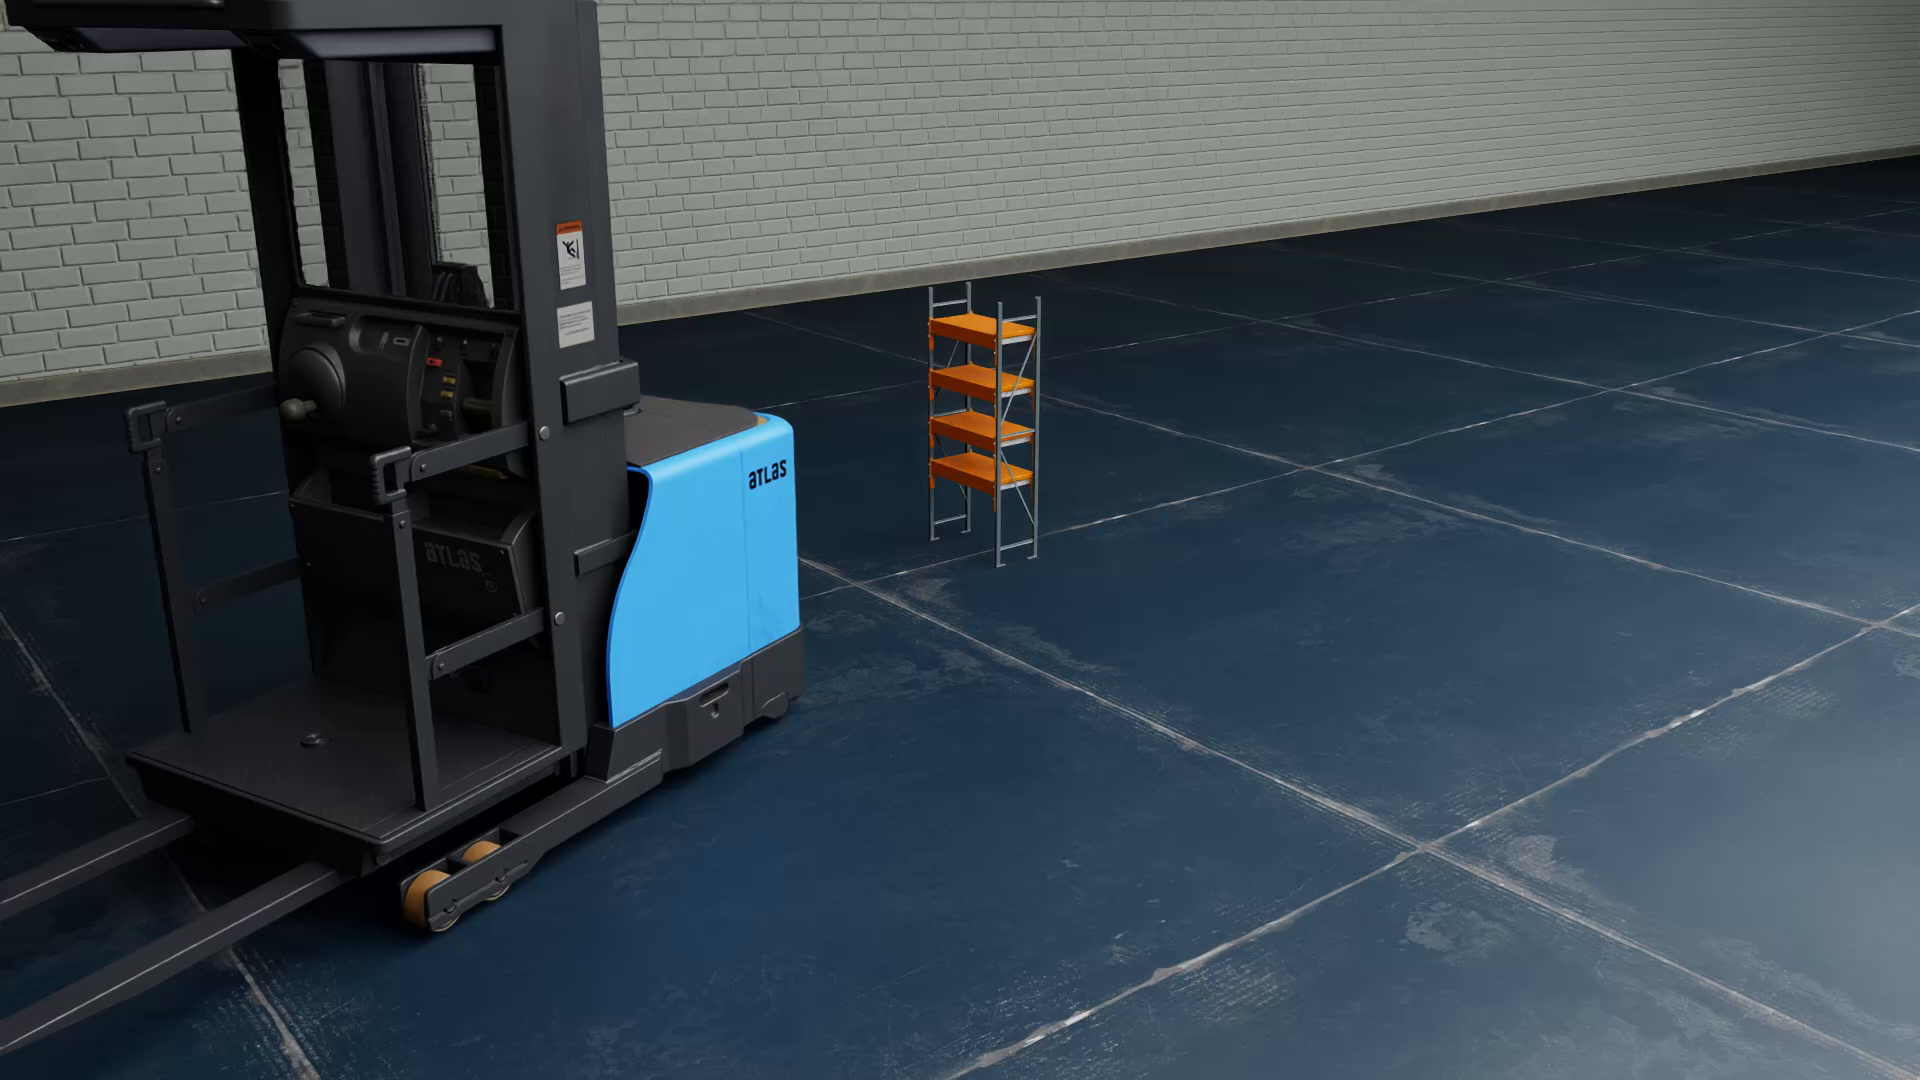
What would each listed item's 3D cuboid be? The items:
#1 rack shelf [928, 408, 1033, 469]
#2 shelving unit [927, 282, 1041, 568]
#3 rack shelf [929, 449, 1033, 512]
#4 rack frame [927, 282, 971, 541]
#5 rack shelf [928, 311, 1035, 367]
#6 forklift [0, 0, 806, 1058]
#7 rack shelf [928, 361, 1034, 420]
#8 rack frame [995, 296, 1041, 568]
[{"bbox_3d":[0.103,-0.465,7.572,0.258,0.148,0.480,-14,23,-36],"label":"rack shelf"},{"bbox_3d":[0.103,-0.529,7.551,0.258,1.200,0.503,-14,23,-36],"label":"shelving unit"},{"bbox_3d":[0.103,-0.276,7.634,0.258,0.148,0.480,-14,23,-36],"label":"rack shelf"},{"bbox_3d":[-0.049,-0.589,7.732,0.240,1.200,0.015,-14,23,-36],"label":"rack frame"},{"bbox_3d":[0.103,-0.902,7.427,0.258,0.148,0.480,-14,23,-36],"label":"rack shelf"},{"bbox_3d":[-1.738,-0.474,4.631,1.130,2.935,3.031,10,21,29],"label":"forklift"},{"bbox_3d":[0.103,-0.677,7.502,0.258,0.148,0.480,-14,23,-36],"label":"rack shelf"},{"bbox_3d":[0.254,-0.469,7.369,0.240,1.200,0.015,-14,23,-36],"label":"rack frame"}]
